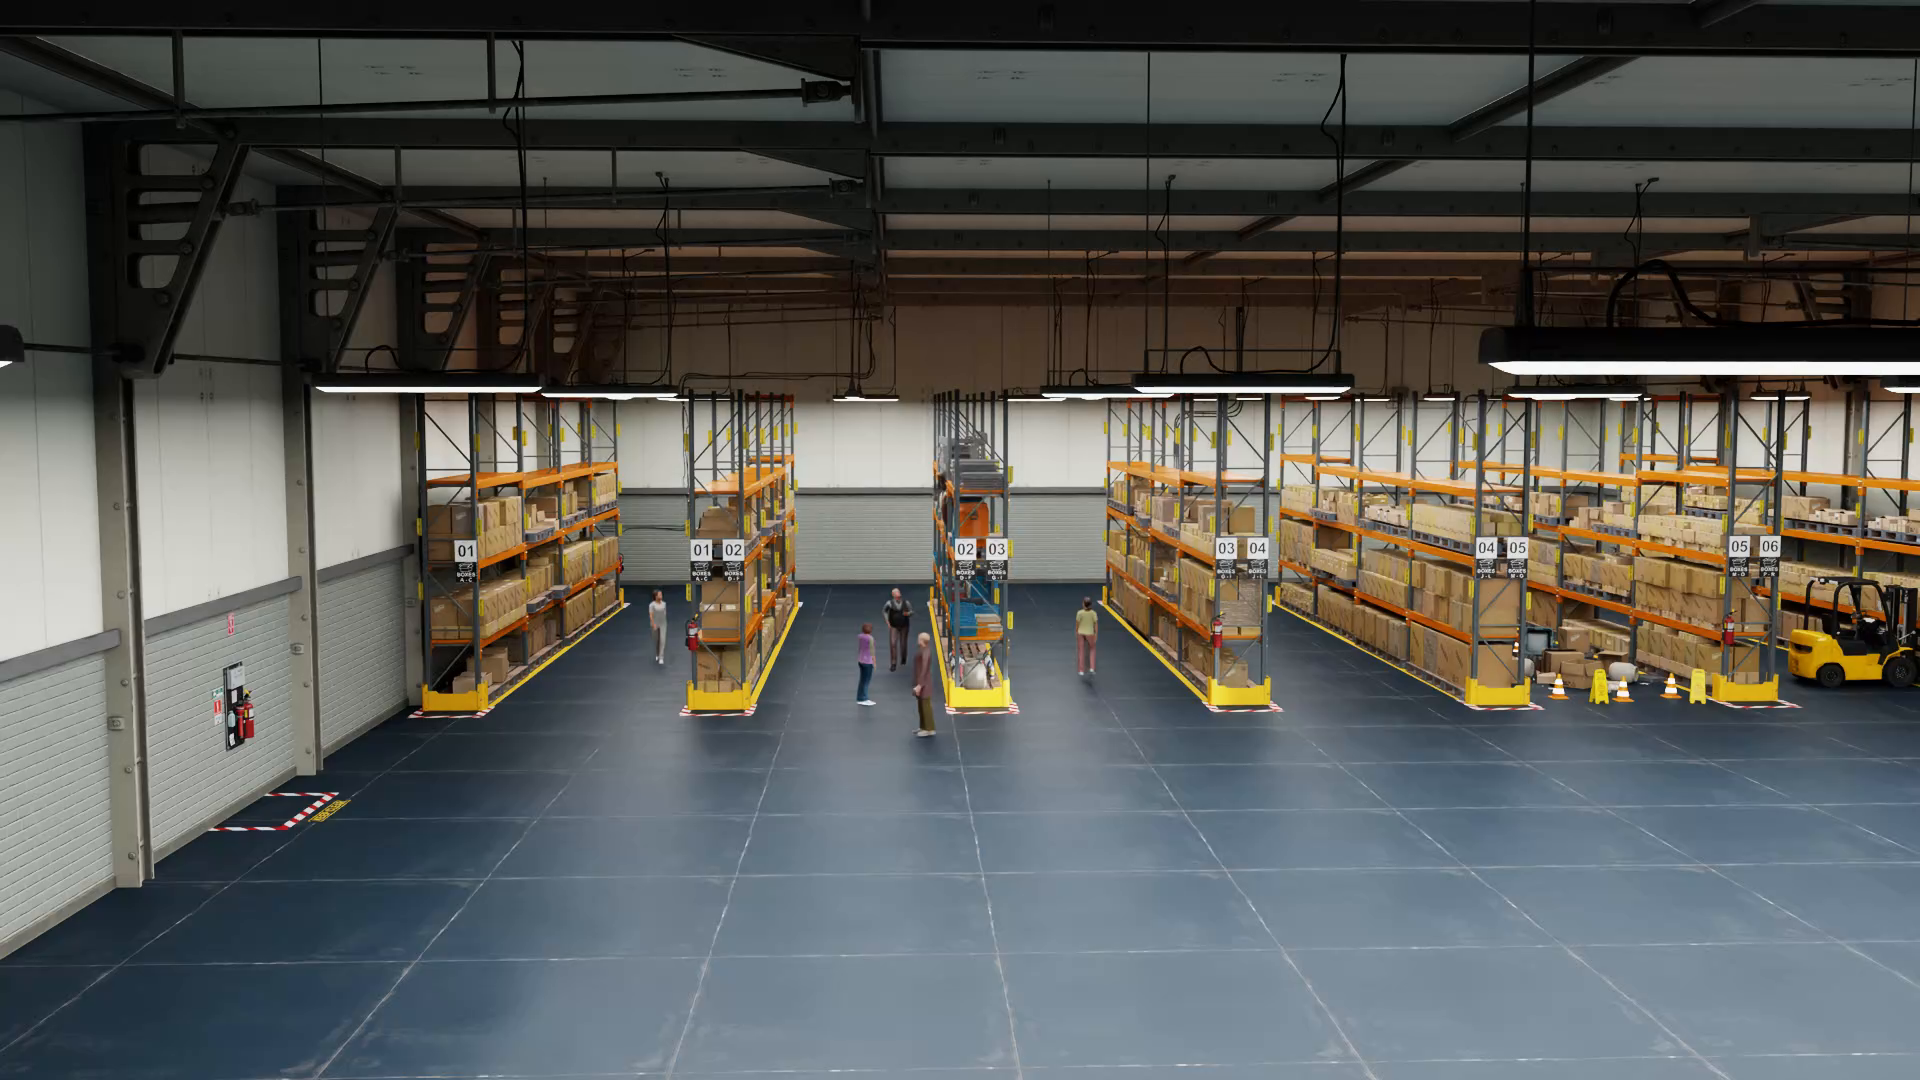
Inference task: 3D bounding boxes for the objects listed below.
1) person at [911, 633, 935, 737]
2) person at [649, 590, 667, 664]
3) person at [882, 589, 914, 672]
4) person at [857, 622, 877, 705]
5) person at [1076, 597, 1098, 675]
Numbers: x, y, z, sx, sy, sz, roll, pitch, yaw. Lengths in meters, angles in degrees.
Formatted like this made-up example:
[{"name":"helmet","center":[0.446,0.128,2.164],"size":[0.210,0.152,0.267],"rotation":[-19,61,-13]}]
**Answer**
[{"name":"person","center":[-0.626,2.497,28.713],"size":[0.399,1.803,0.644],"rotation":[0,5,-6]},{"name":"person","center":[-6.670,1.906,36.759],"size":[0.395,1.621,0.985],"rotation":[0,5,-4]},{"name":"person","center":[-1.344,1.923,35.917],"size":[0.705,1.746,0.861],"rotation":[0,5,4]},{"name":"person","center":[-1.782,2.350,31.631],"size":[0.347,1.601,0.474],"rotation":[-3,5,-30]},{"name":"person","center":[2.668,2.052,35.042],"size":[0.515,1.702,0.563],"rotation":[2,5,23]}]
